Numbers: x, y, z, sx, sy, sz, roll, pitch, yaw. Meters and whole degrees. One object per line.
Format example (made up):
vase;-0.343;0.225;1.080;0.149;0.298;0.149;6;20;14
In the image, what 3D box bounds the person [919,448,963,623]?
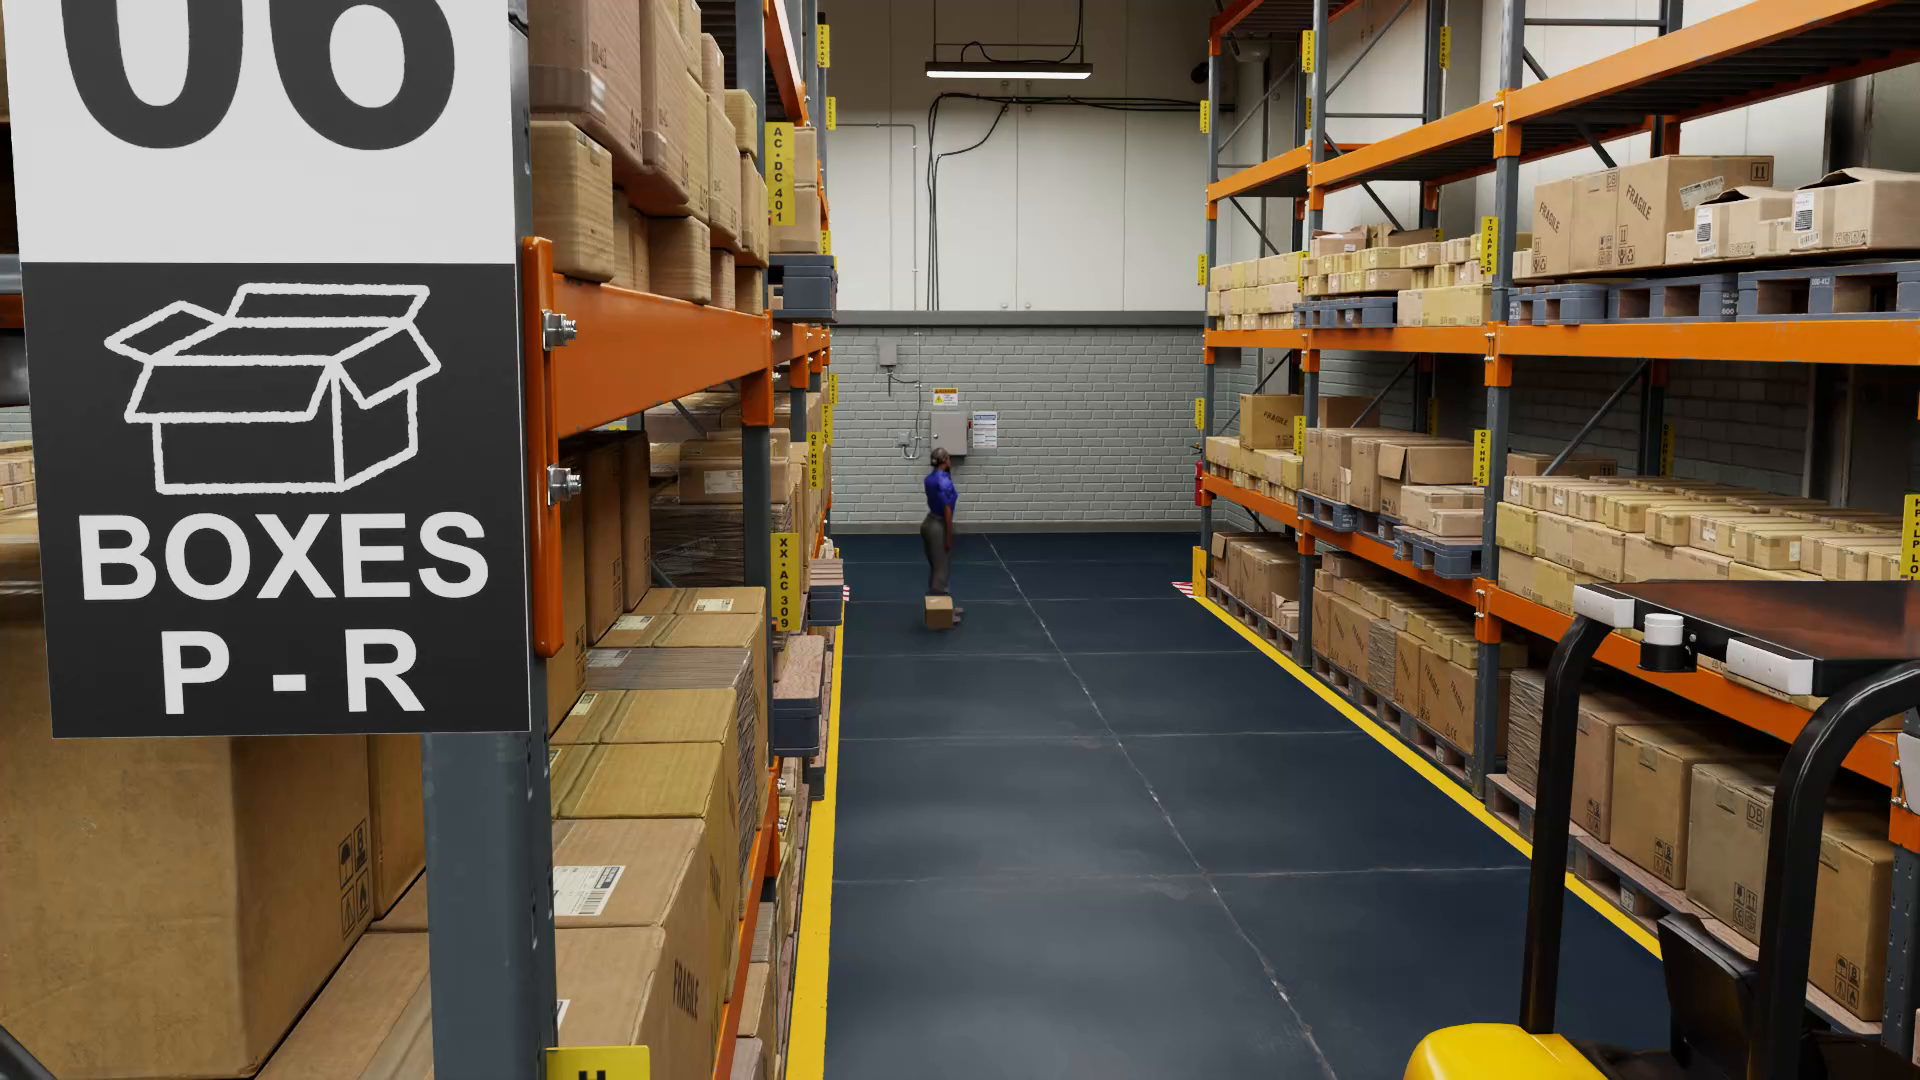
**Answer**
person;-0.141;-0.057;16.036;0.430;1.667;0.502;-3;8;-22
